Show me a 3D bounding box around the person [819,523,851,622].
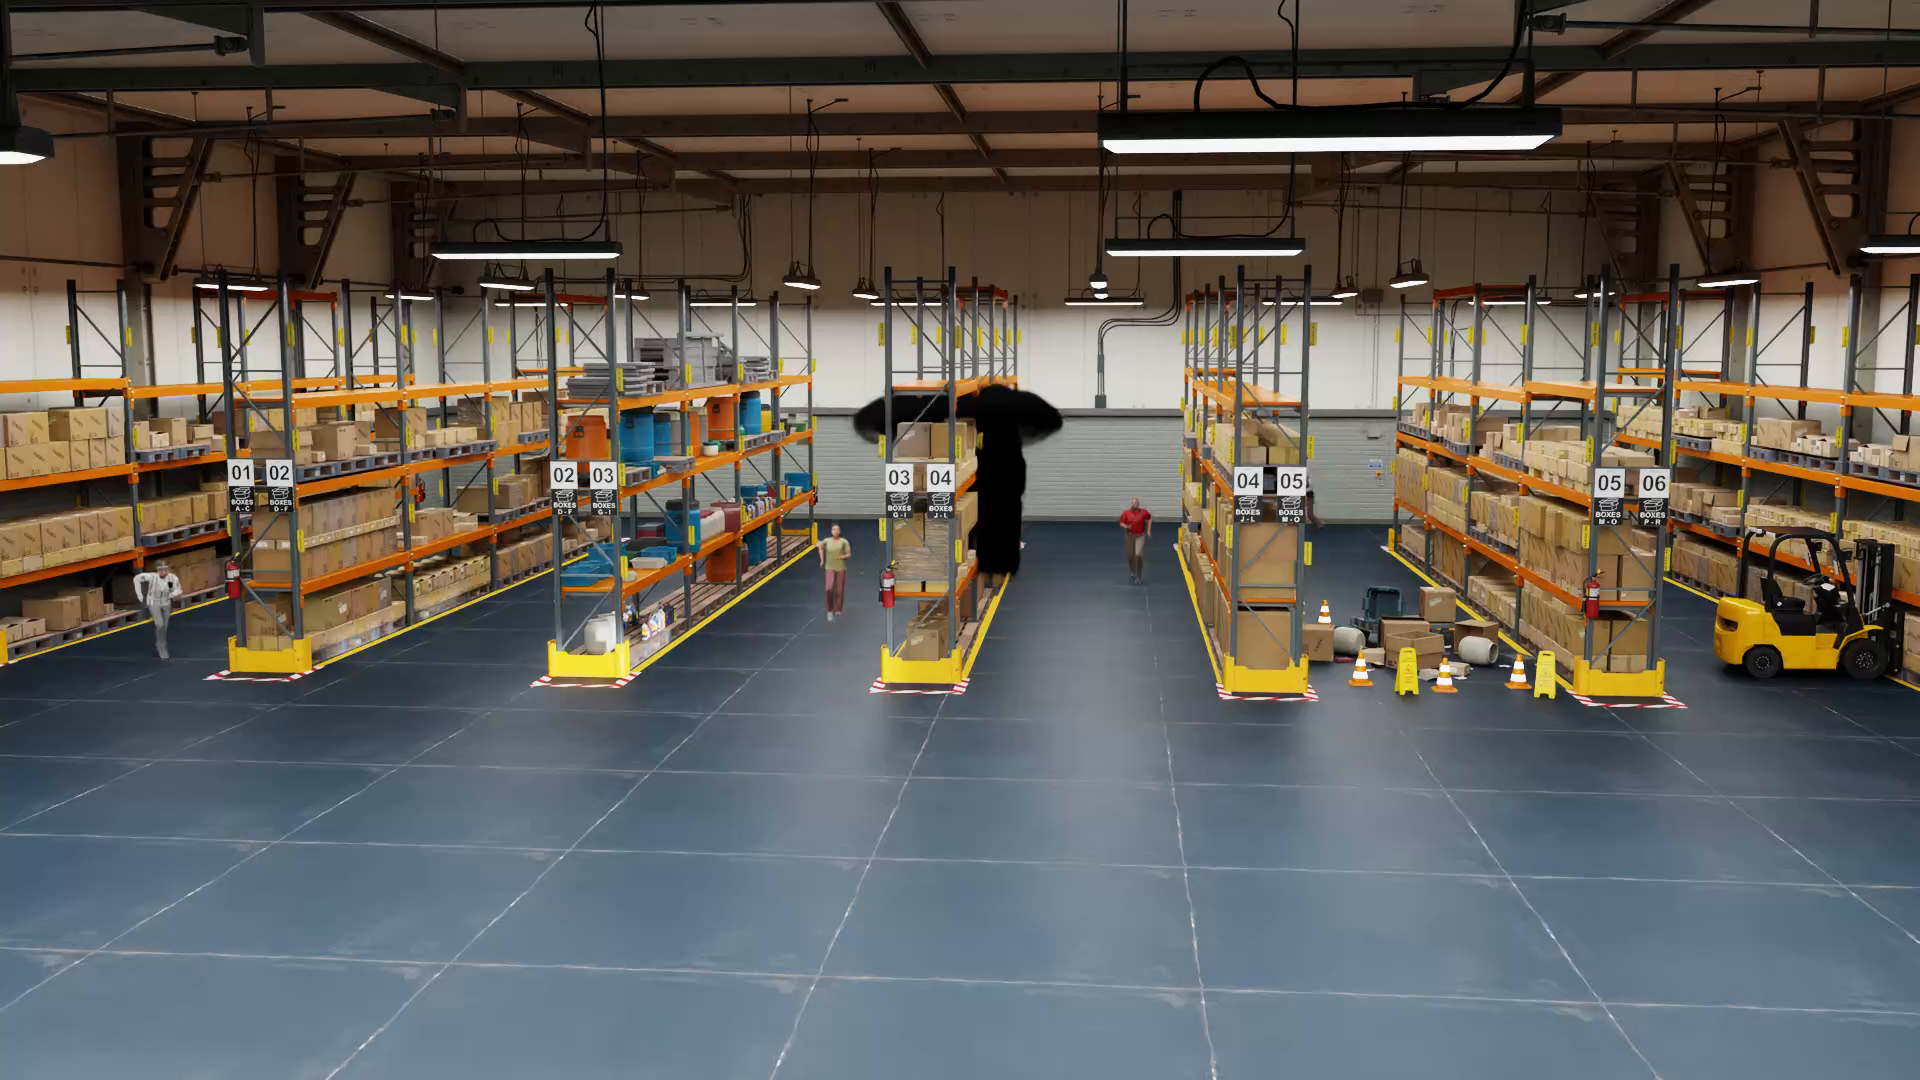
[{"bbox_3d":[-2.149,0.547,28.577,0.561,1.688,0.685,0,7,-2],"label":"person"}]

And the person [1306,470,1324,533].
[{"bbox_3d":[8.803,-0.998,42.333,0.853,1.696,0.645,-4,8,-27],"label":"person"}]

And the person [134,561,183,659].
[{"bbox_3d":[-12.598,1.086,26.142,0.663,1.601,0.944,-5,9,-35],"label":"person"}]

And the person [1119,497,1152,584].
[{"bbox_3d":[3.593,0.016,34.155,0.636,1.791,0.854,2,7,13],"label":"person"}]
